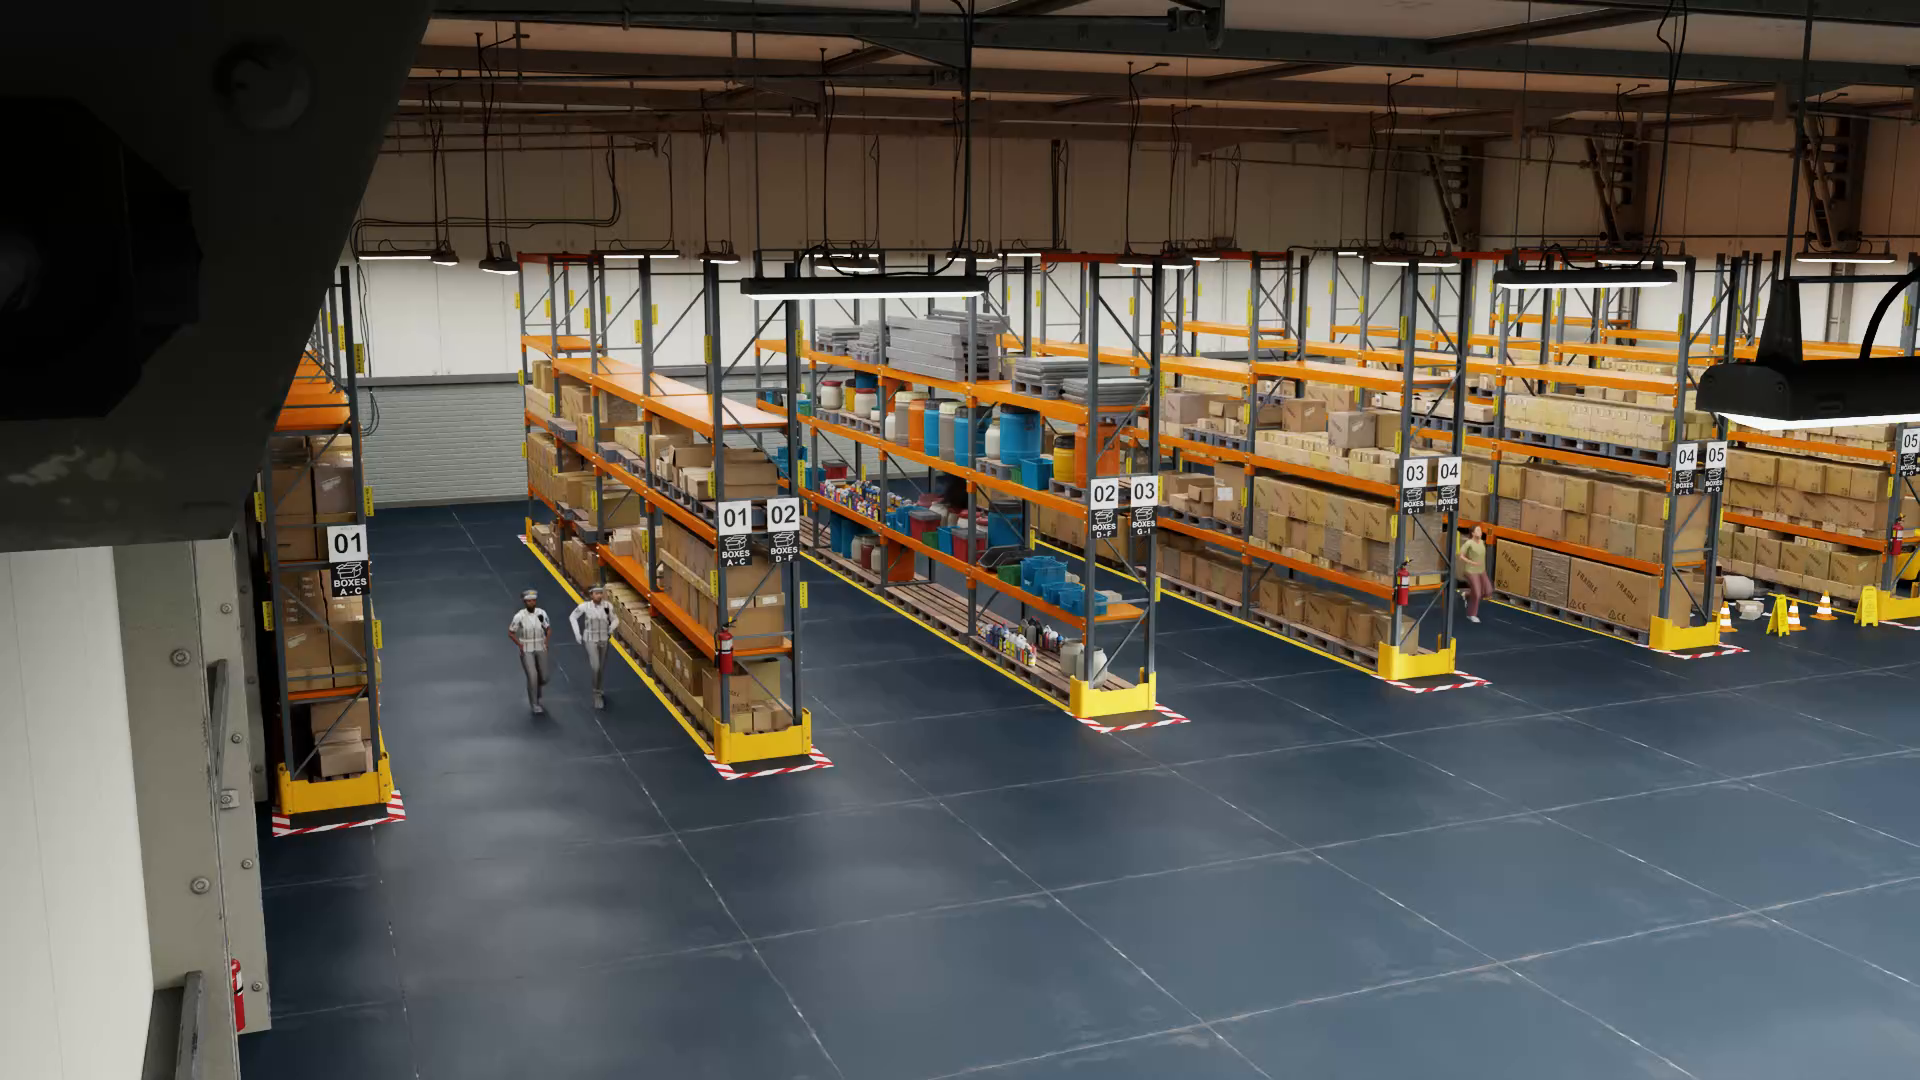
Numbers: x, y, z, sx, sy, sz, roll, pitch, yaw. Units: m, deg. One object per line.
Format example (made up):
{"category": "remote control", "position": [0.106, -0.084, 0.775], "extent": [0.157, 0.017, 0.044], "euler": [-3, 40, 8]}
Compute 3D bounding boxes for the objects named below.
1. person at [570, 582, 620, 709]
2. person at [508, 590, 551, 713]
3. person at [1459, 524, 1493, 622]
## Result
{"category": "person", "position": [-4.968, 1.404, 22.744], "extent": [0.625, 1.727, 0.751], "euler": [-6, 12, -31]}
{"category": "person", "position": [-5.775, 1.470, 22.408], "extent": [0.576, 1.651, 0.592], "euler": [-6, 12, -28]}
{"category": "person", "position": [8.542, 0.545, 27.610], "extent": [0.631, 1.609, 0.551], "euler": [-7, 12, -33]}
